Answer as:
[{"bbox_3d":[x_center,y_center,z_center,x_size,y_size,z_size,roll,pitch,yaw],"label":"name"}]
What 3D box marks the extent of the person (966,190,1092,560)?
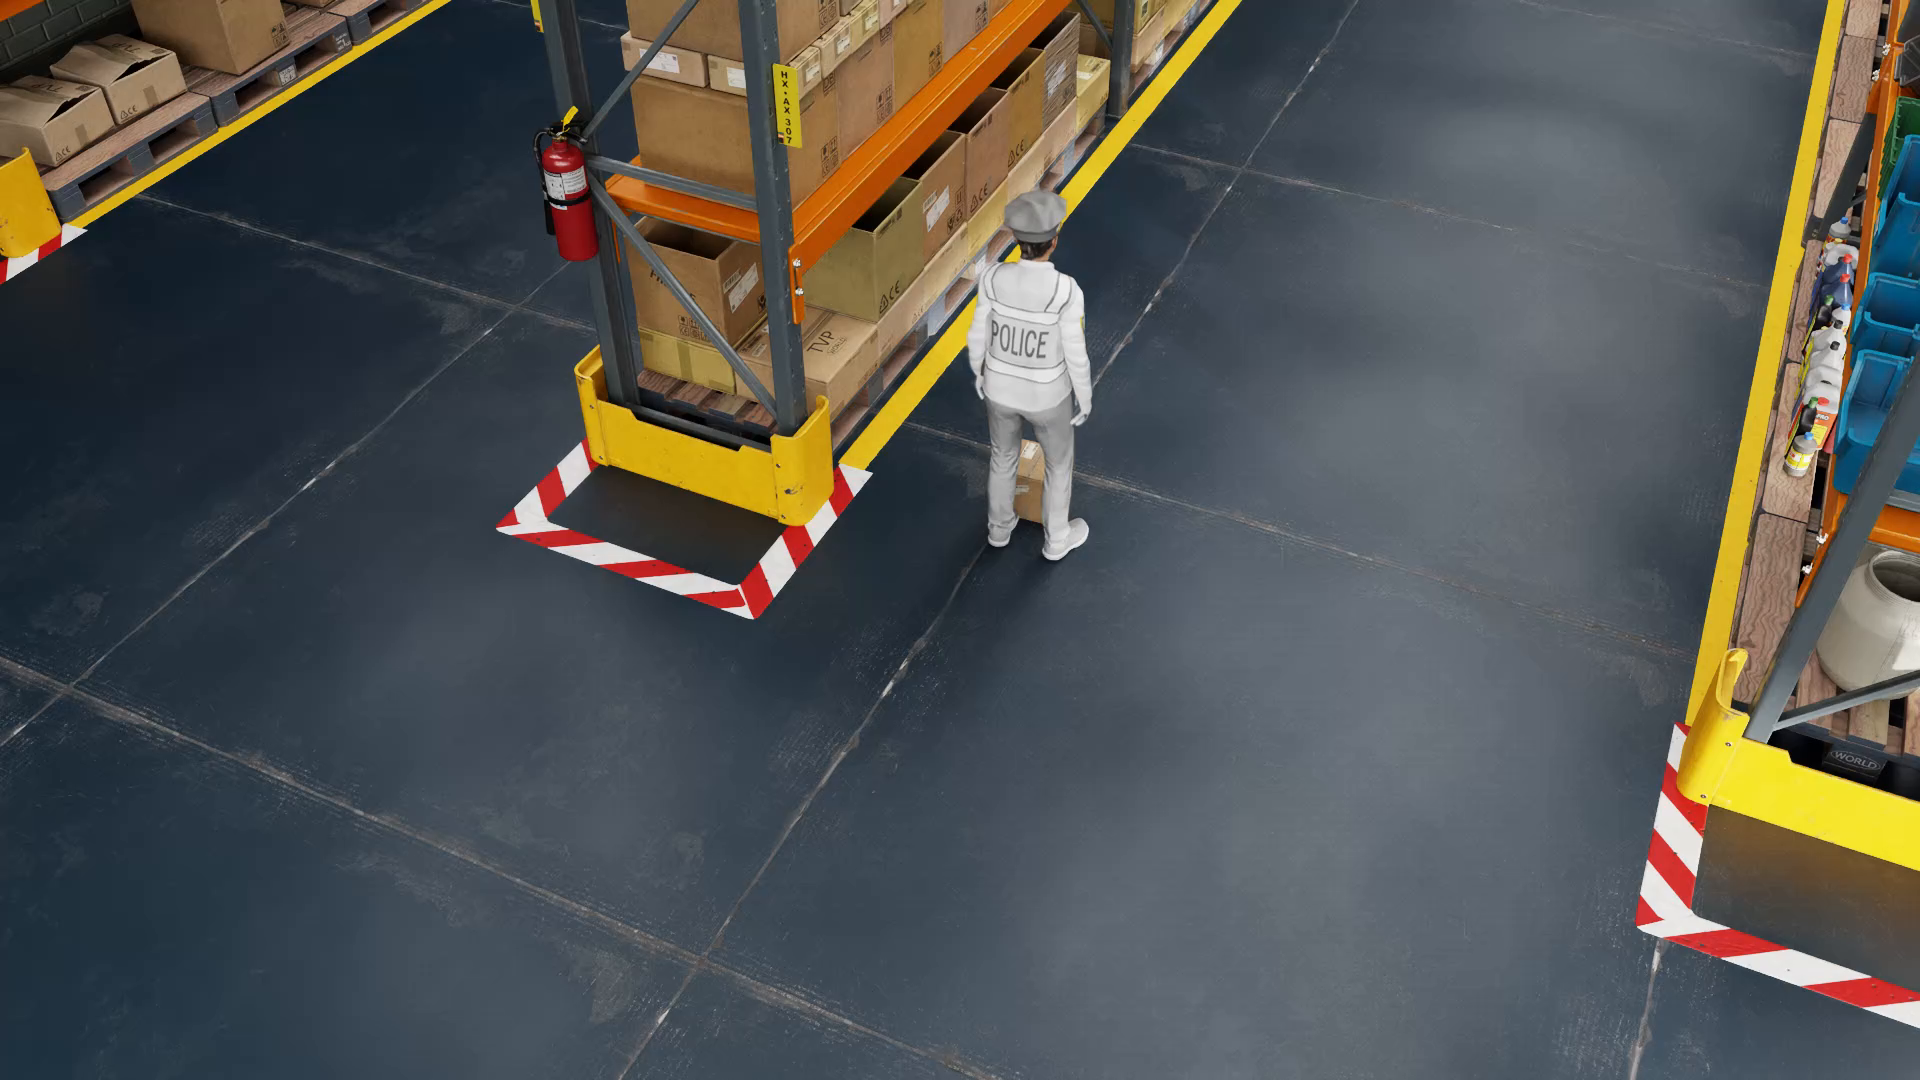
[{"bbox_3d":[0.290,-0.623,6.844,0.526,1.663,0.375,16,45,17],"label":"person"}]
